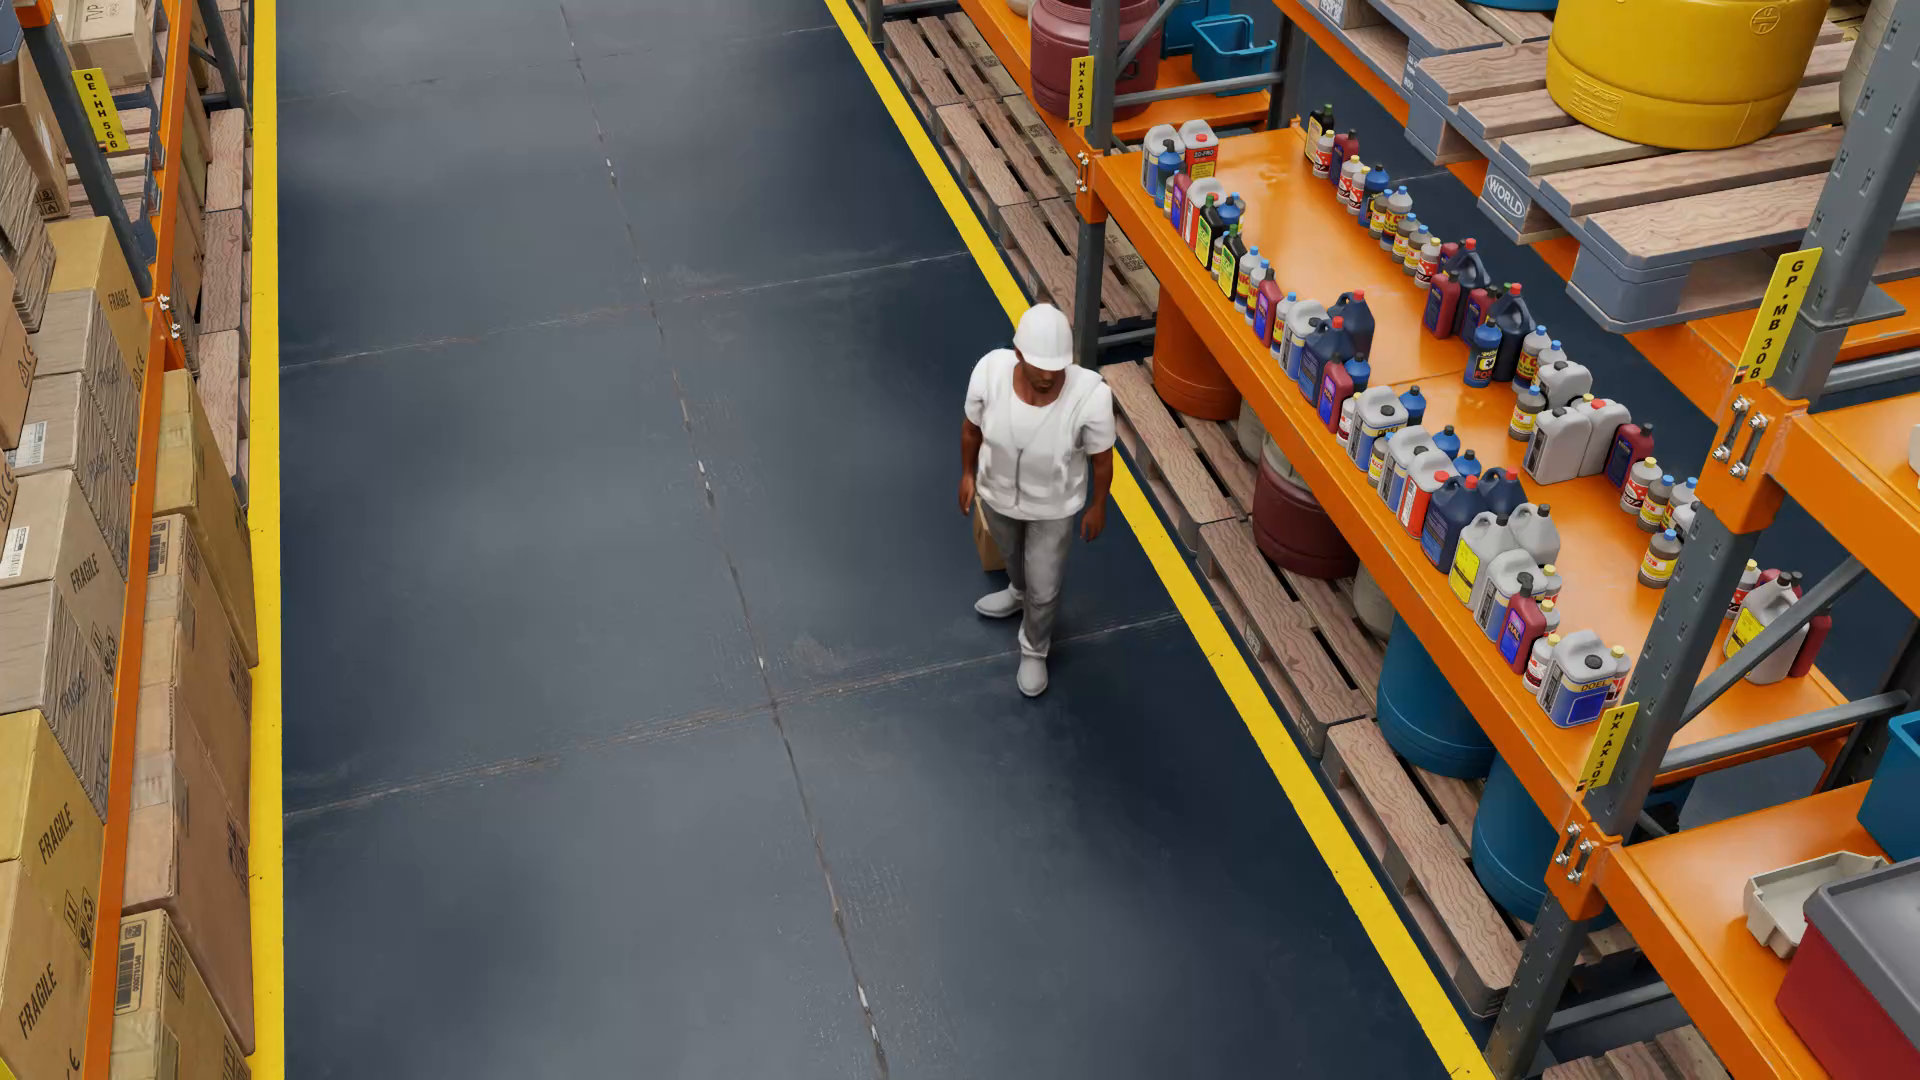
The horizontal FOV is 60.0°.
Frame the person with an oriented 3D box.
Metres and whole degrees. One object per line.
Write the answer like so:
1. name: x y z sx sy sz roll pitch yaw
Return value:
1. person: 0.288 -0.205 6.373 0.597 1.756 0.567 16 45 17
